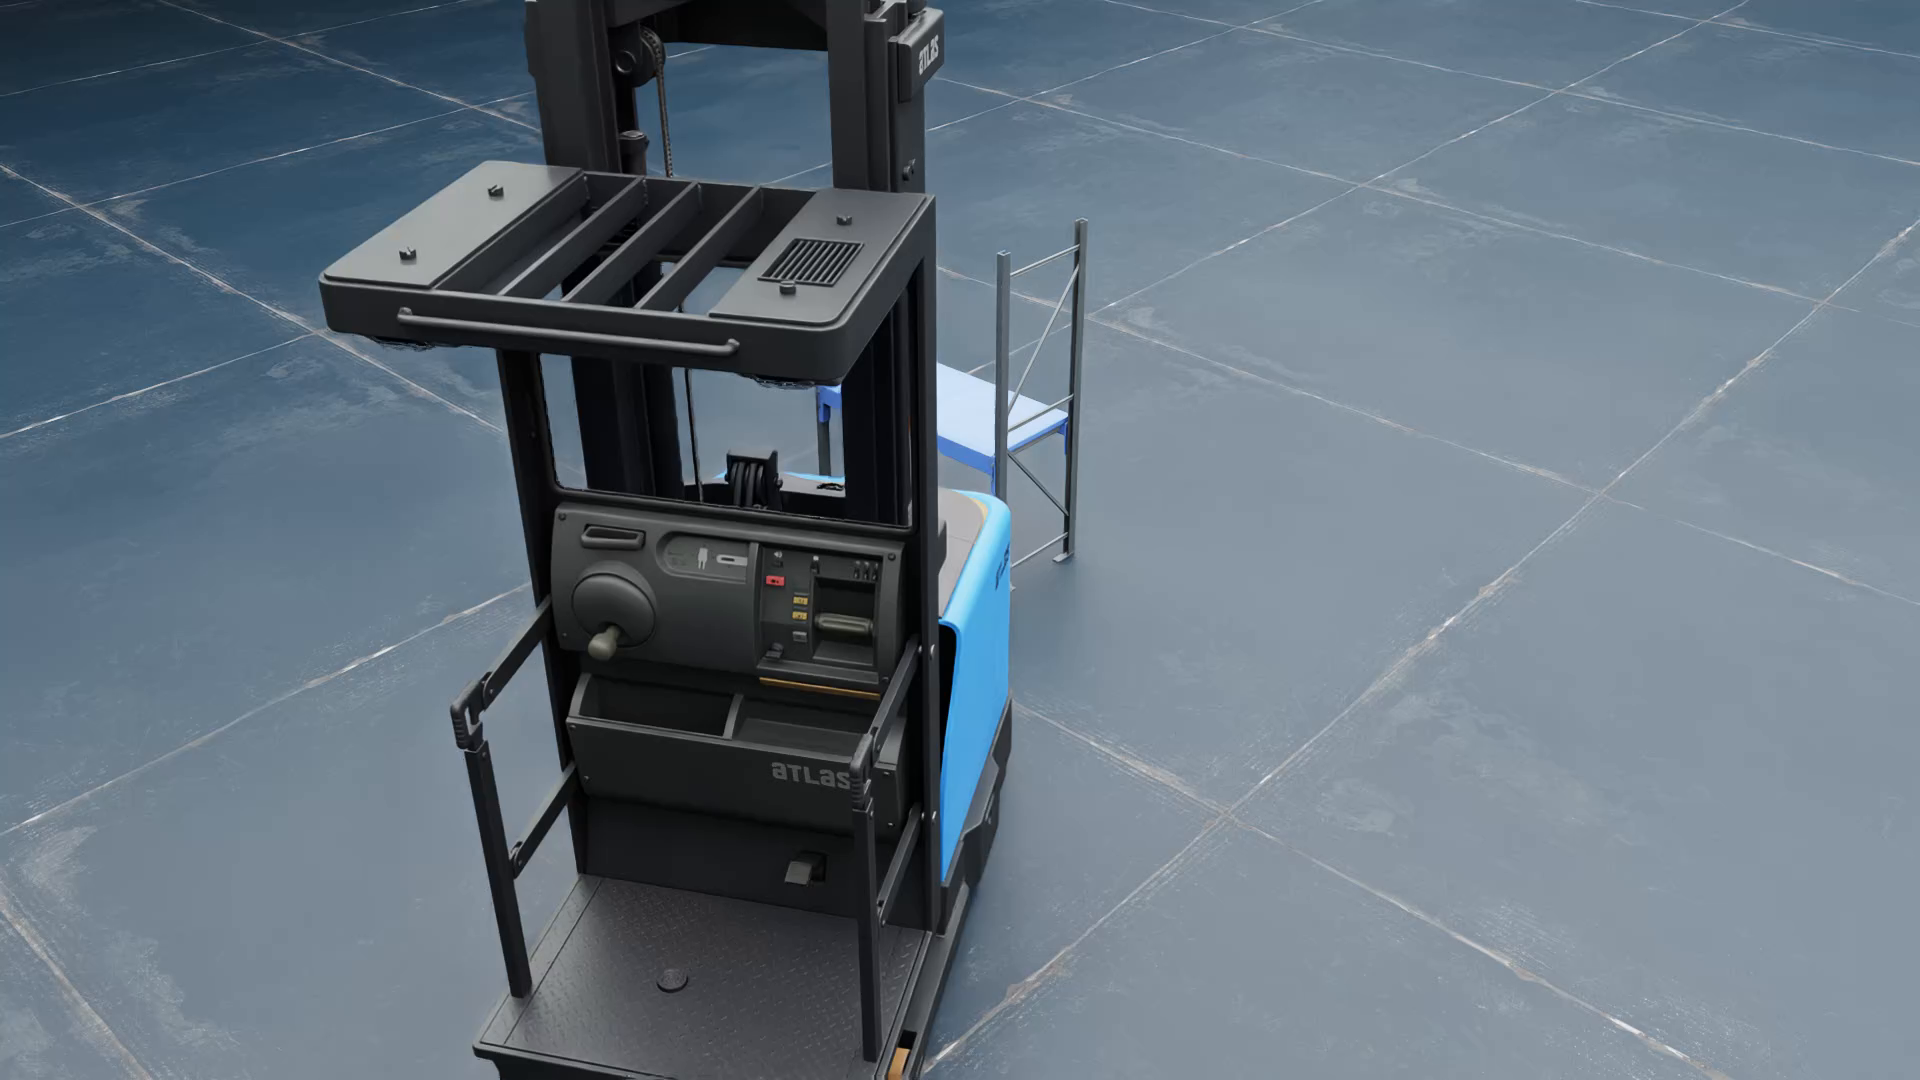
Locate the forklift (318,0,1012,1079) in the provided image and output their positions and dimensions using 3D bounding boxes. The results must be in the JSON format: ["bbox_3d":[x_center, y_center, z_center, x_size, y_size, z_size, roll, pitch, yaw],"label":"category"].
[{"bbox_3d":[-0.650,0.200,4.075,1.130,2.935,3.031,7,32,11],"label":"forklift"}]

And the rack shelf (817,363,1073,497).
[{"bbox_3d":[-0.063,-0.518,7.005,1.000,0.185,0.538,25,39,35],"label":"rack shelf"}]

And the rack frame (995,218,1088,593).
[{"bbox_3d":[0.314,-0.496,6.620,0.032,1.500,0.500,25,39,35],"label":"rack frame"}]

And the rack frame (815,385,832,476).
[{"bbox_3d":[-0.440,-0.848,7.204,0.032,1.500,0.500,25,39,35],"label":"rack frame"}]

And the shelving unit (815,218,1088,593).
[{"bbox_3d":[-0.063,-0.672,6.912,1.048,1.500,0.538,25,39,35],"label":"shelving unit"}]
